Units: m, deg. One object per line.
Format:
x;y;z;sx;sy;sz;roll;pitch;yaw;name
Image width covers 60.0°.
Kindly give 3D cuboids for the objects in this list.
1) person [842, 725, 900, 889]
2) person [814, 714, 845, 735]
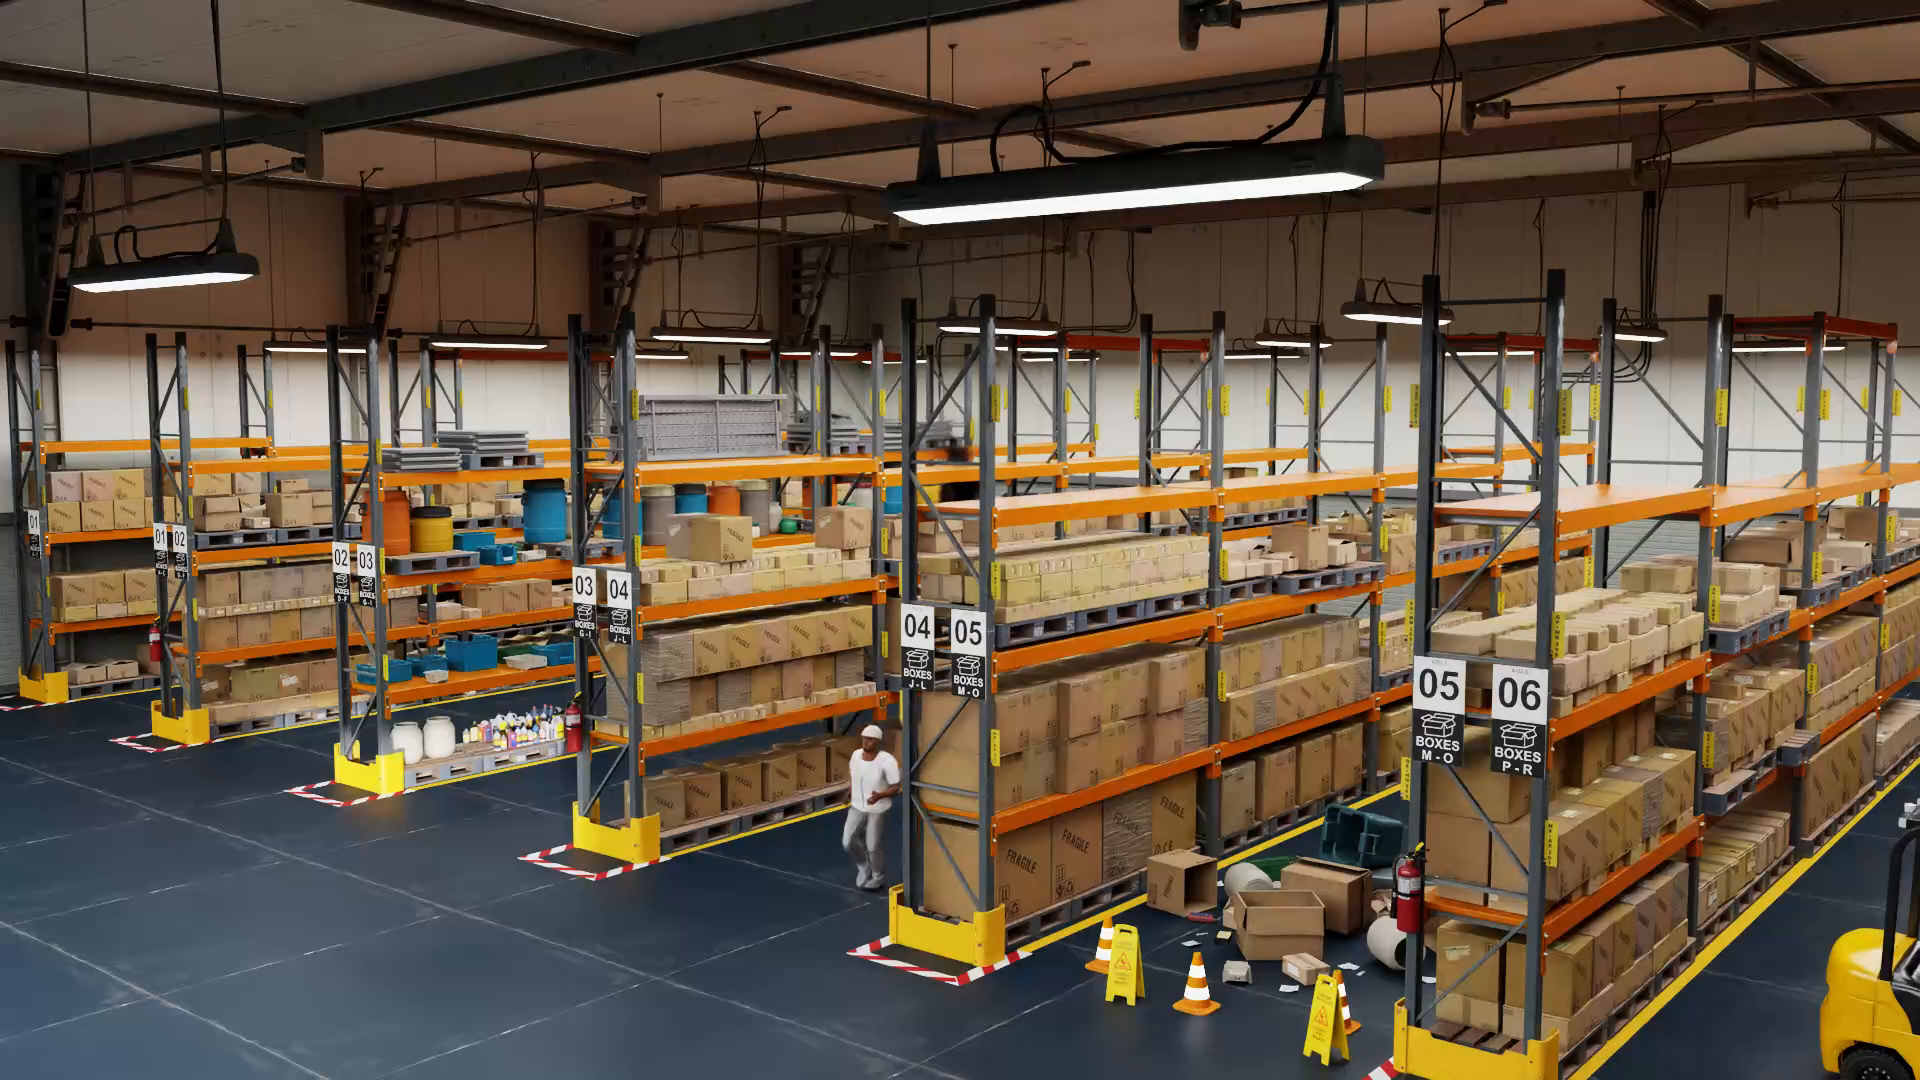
-0.953;2.761;17.081;0.671;1.730;0.617;3;6;26;person
-1.778;2.184;23.567;0.692;1.748;0.611;5;7;41;person
